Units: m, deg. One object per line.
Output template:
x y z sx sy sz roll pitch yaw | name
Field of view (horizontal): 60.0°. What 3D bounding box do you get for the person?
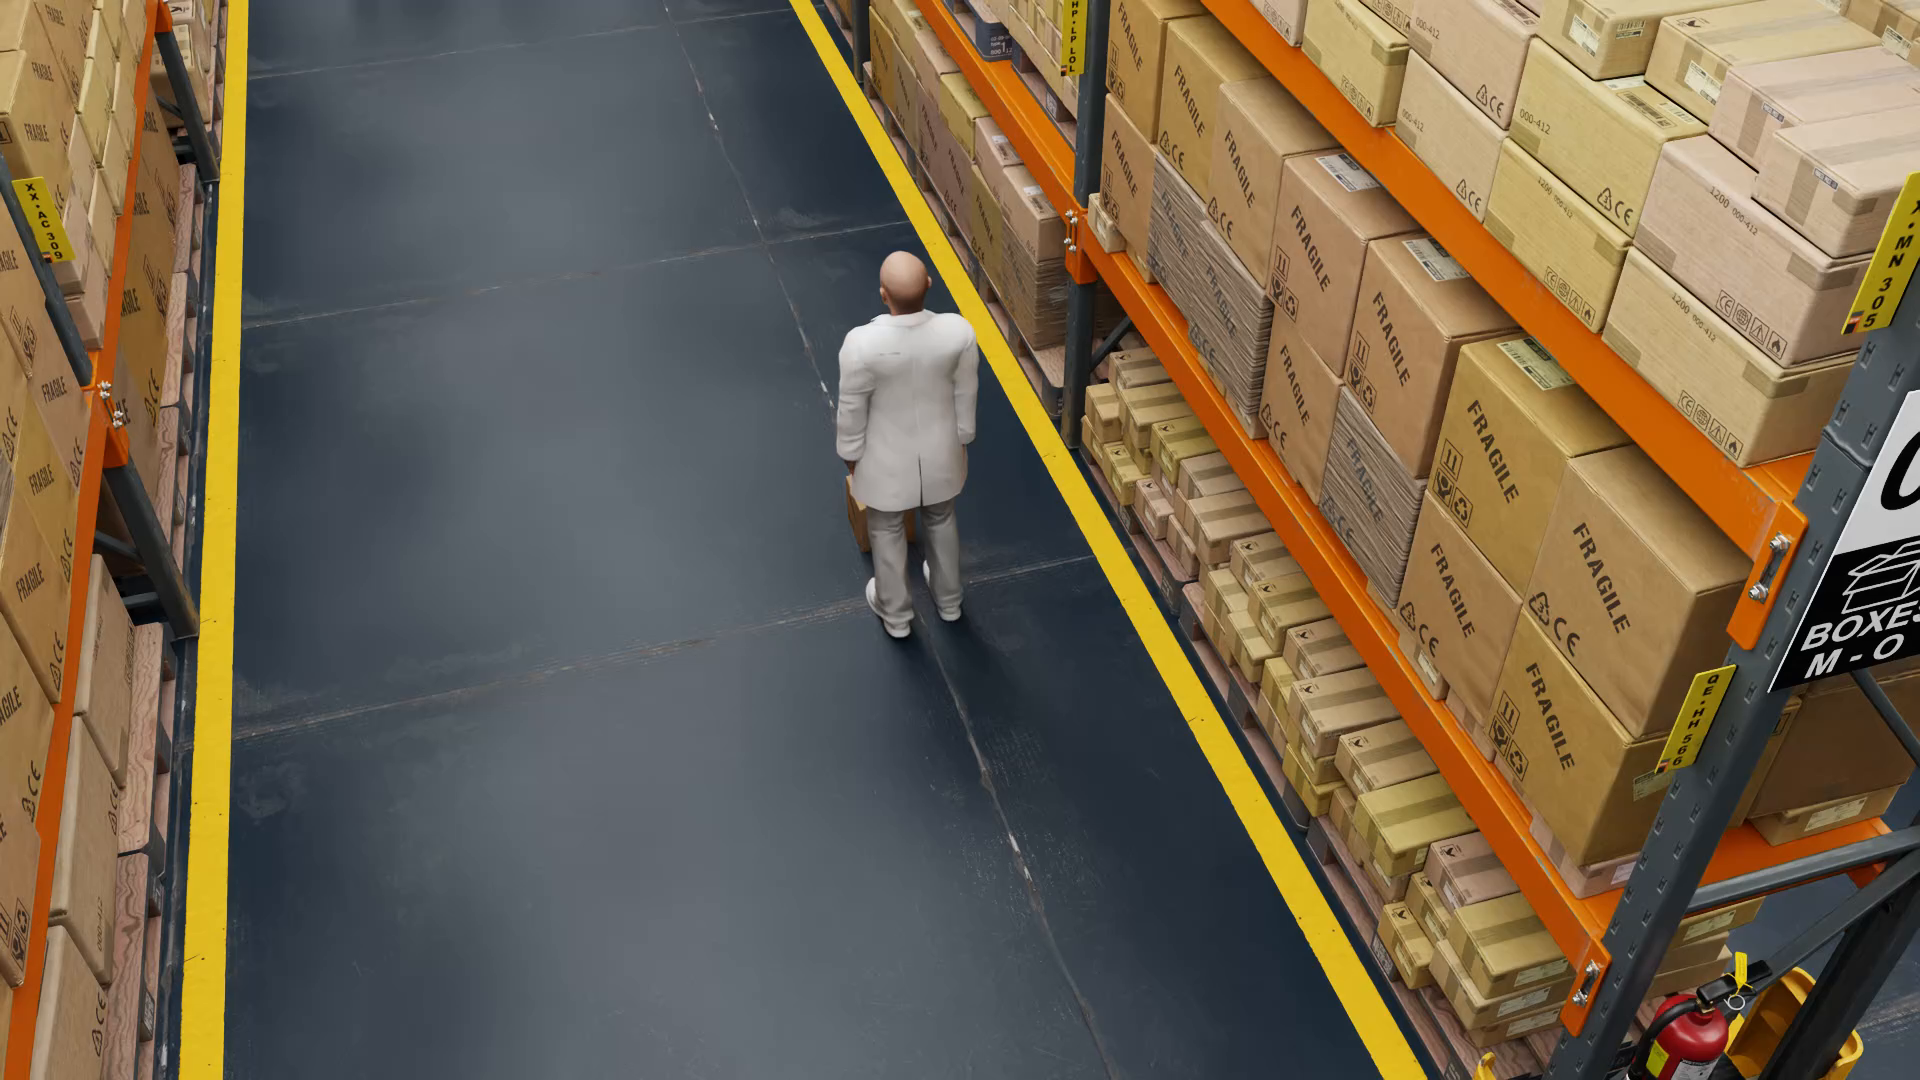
-0.217 -0.383 6.608 0.560 1.781 0.418 -11 43 -12 | person
